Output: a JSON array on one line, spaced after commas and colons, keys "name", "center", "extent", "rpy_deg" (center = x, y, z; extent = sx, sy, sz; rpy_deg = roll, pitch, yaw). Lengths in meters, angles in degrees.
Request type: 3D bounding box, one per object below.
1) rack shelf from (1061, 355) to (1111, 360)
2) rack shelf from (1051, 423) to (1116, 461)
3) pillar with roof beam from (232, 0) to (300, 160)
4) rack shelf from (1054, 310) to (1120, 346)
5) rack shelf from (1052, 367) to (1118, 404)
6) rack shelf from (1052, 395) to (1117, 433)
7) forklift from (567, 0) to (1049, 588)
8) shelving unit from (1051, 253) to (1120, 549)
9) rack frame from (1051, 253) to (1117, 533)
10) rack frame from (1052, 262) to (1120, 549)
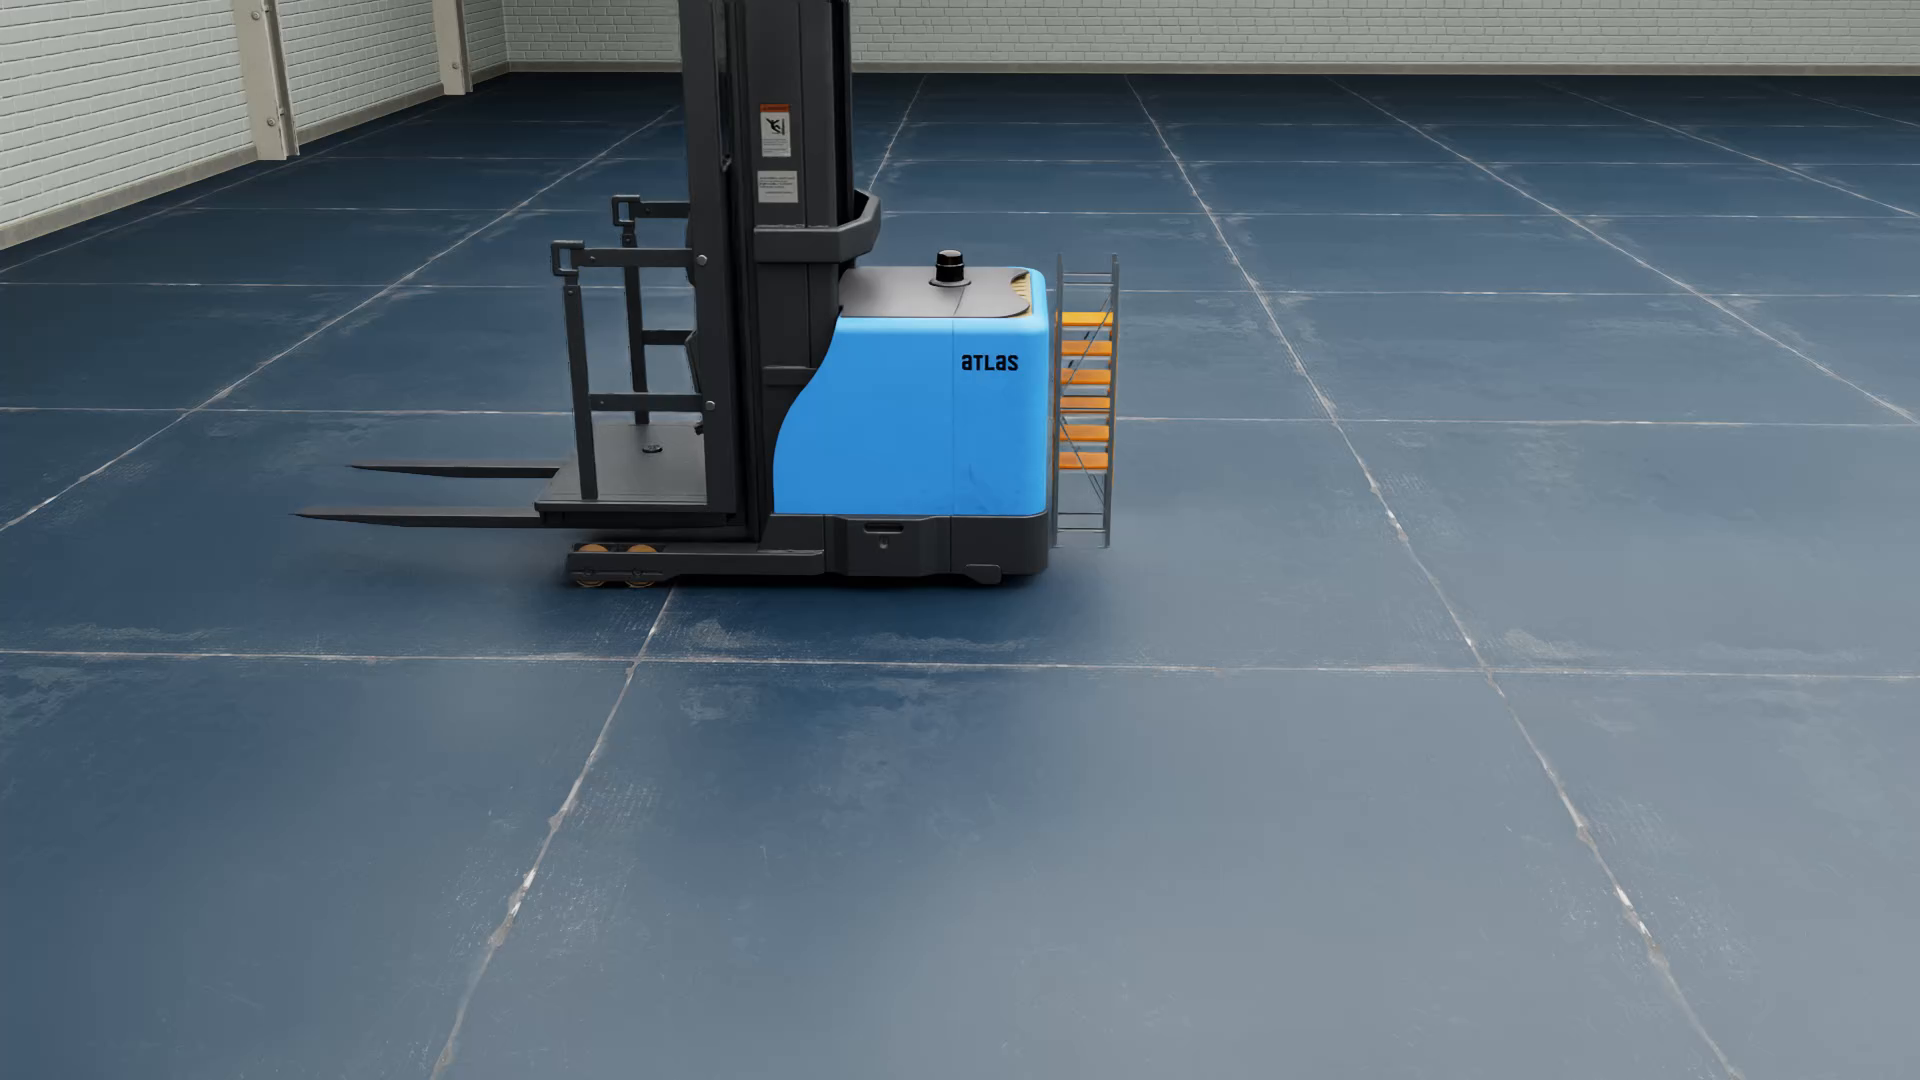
[{"name": "rack shelf", "center": [0.508, -0.760, 6.733], "extent": [0.199, 0.020, 0.166], "rpy_deg": [1, 21, 2]}, {"name": "rack shelf", "center": [0.508, -0.406, 6.870], "extent": [0.258, 0.103, 0.180], "rpy_deg": [1, 21, 2]}, {"name": "pillar with roof beam", "center": [-2.792, -8.128, 15.536], "extent": [9.100, 9.000, 0.400], "rpy_deg": [1, 21, 2]}, {"name": "rack shelf", "center": [0.508, -0.853, 6.697], "extent": [0.258, 0.103, 0.180], "rpy_deg": [1, 21, 2]}, {"name": "rack shelf", "center": [0.508, -0.630, 6.784], "extent": [0.258, 0.103, 0.180], "rpy_deg": [1, 21, 2]}, {"name": "rack shelf", "center": [0.508, -0.518, 6.827], "extent": [0.258, 0.103, 0.180], "rpy_deg": [1, 21, 2]}, {"name": "forklift", "center": [-1.156, -1.368, 6.502], "extent": [3.031, 2.935, 1.130], "rpy_deg": [1, 21, 2]}, {"name": "shelving unit", "center": [0.508, -0.559, 6.811], "extent": [0.258, 1.200, 0.189], "rpy_deg": [1, 21, 2]}, {"name": "rack frame", "center": [0.511, -0.592, 6.896], "extent": [0.240, 1.200, 0.006], "rpy_deg": [1, 21, 2]}, {"name": "rack frame", "center": [0.505, -0.526, 6.726], "extent": [0.240, 1.200, 0.006], "rpy_deg": [1, 21, 2]}]
